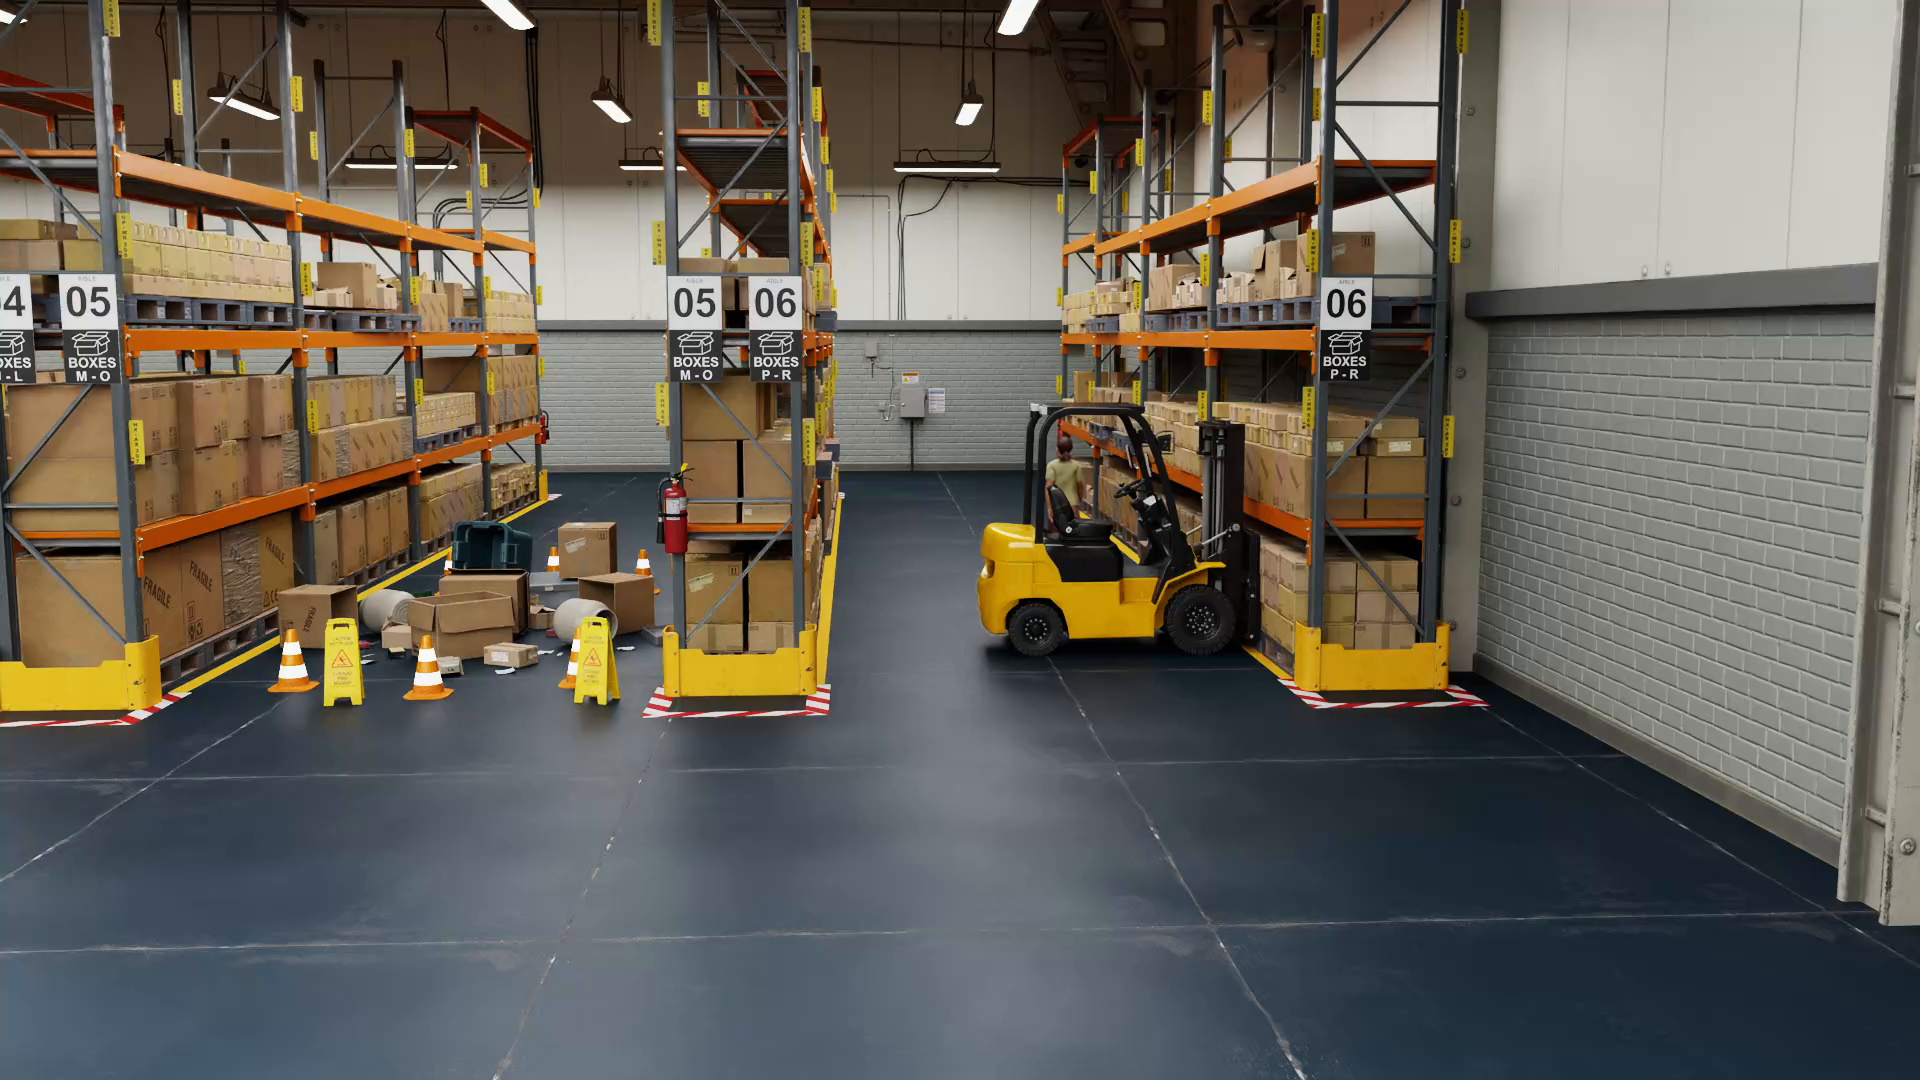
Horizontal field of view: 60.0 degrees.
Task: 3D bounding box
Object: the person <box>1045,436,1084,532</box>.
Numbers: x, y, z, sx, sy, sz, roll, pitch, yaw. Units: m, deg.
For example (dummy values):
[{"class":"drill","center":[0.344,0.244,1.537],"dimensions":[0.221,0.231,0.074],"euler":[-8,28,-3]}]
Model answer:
[{"class":"person","center":[1.173,-0.370,18.700],"dimensions":[0.439,1.606,1.037],"euler":[1,7,4]}]
